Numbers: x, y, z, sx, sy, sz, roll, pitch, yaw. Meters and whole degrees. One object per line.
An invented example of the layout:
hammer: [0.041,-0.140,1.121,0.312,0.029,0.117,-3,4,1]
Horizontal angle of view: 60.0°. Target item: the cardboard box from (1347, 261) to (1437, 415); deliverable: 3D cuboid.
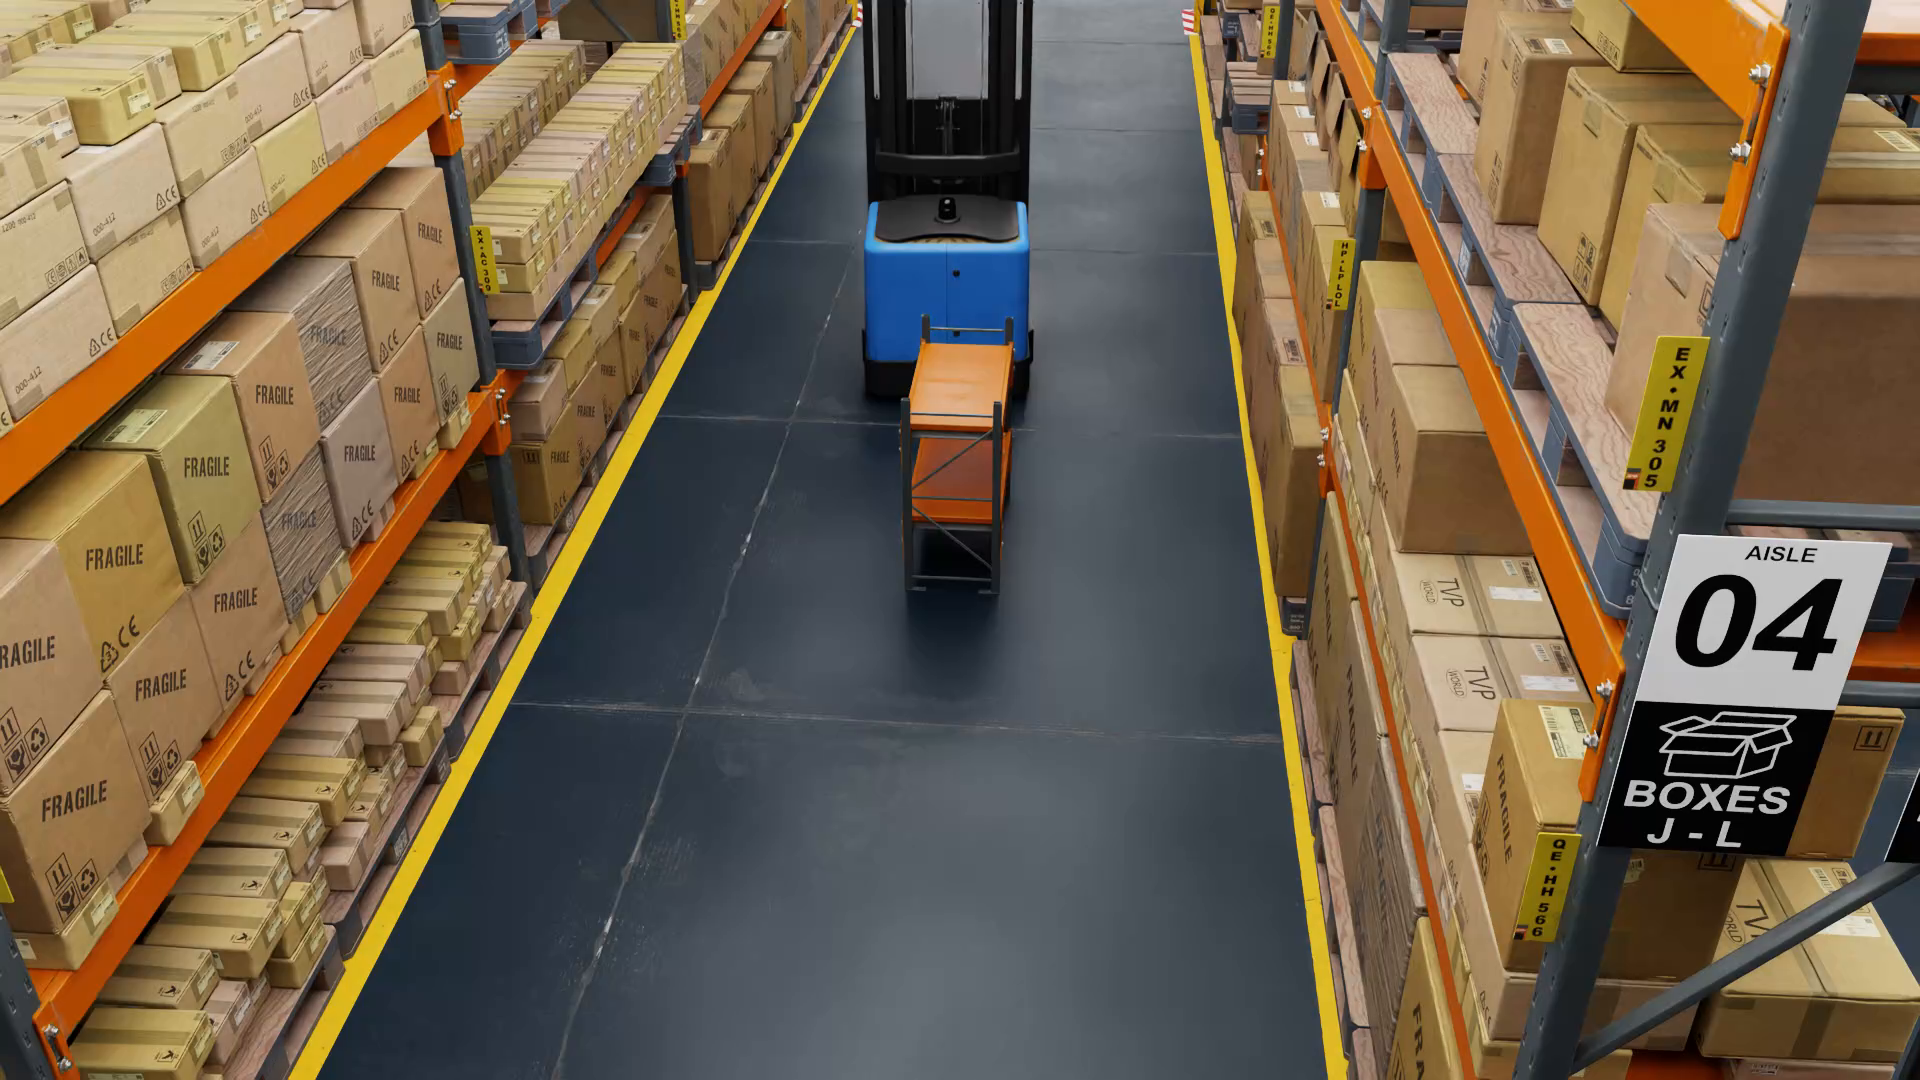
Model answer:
cardboard box: [1.907,-0.818,6.864,0.500,0.500,0.500,2,32,4]

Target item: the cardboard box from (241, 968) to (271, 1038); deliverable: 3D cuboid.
cardboard box: [-2.745,1.655,6.022,0.380,0.149,0.250,3,32,5]

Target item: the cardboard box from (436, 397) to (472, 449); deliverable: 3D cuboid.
cardboard box: [-2.436,-0.535,7.498,0.380,0.149,0.250,2,32,3]

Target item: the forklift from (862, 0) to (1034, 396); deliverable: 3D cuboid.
forklift: [-0.079,-2.901,11.164,1.130,2.935,3.031,0,32,0]

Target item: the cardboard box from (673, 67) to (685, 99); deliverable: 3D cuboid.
cardboard box: [-1.995,-2.953,10.738,0.380,0.149,0.250,3,32,5]

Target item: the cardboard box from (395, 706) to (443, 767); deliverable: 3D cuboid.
cardboard box: [-2.510,0.855,7.320,0.380,0.149,0.250,2,32,4]

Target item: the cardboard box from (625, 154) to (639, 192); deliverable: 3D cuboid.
cardboard box: [-2.100,-2.156,9.728,0.380,0.149,0.250,3,32,5]

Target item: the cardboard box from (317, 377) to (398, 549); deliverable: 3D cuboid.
cardboard box: [-2.577,-0.313,6.520,0.500,0.500,0.500,2,32,4]

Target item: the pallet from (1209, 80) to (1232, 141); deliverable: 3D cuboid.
pallet: [2.872,-4.025,15.579,1.003,0.211,1.213,2,32,4]

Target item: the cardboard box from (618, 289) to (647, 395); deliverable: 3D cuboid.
cardboard box: [-2.274,-1.243,10.390,0.500,0.500,0.500,1,32,2]

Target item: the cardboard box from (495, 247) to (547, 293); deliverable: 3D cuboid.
cardboard box: [-2.243,-1.325,8.097,0.380,0.149,0.250,3,32,5]

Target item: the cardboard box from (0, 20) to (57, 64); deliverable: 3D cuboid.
cardboard box: [-3.162,-1.572,5.369,0.380,0.149,0.250,2,32,3]

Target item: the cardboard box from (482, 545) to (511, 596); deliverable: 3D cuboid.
cardboard box: [-2.443,0.146,8.188,0.380,0.149,0.250,3,32,5]

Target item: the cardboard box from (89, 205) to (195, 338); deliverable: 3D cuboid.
cardboard box: [-2.692,-0.831,5.023,0.500,0.250,0.500,1,32,2]

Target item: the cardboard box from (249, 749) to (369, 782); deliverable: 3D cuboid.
cardboard box: [-2.682,0.967,6.855,0.380,0.149,0.250,4,32,6]

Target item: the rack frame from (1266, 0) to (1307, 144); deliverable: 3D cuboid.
rack frame: [2.527,-2.767,10.882,1.000,3.000,0.127,2,32,4]

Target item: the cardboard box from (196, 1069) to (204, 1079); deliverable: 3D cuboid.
cardboard box: [-2.761,1.796,5.510,0.380,0.149,0.250,4,32,6]

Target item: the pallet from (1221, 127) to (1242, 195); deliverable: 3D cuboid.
pallet: [2.791,-3.265,14.346,1.003,0.211,1.213,2,32,4]

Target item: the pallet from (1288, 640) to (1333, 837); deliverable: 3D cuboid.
pallet: [2.061,0.906,7.579,1.003,0.211,1.213,2,32,4]

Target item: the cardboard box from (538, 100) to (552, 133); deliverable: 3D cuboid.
cardboard box: [-2.706,-2.573,10.122,0.380,0.149,0.250,3,32,4]

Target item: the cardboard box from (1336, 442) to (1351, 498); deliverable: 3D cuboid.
cardboard box: [1.824,-0.291,7.103,0.380,0.149,0.250,1,32,2]

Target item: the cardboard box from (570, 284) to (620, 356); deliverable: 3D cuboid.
cardboard box: [-2.324,-1.295,9.759,0.500,0.250,0.500,4,32,6]

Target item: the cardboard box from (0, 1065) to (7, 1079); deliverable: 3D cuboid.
cardboard box: [-3.269,1.645,5.472,0.380,0.149,0.250,3,32,5]

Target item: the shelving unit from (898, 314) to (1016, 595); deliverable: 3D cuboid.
shelving unit: [-0.001,-0.475,8.949,0.538,1.125,1.048,2,32,4]

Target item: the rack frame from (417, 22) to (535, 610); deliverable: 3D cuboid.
rack frame: [-2.734,-0.941,7.917,1.000,3.000,0.127,2,32,4]

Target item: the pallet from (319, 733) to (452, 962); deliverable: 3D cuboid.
pallet: [-2.850,1.239,7.038,1.003,0.211,1.213,2,32,4]

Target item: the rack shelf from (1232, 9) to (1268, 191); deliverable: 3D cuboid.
rack shelf: [2.690,-3.507,12.767,1.077,0.370,4.000,2,32,4]

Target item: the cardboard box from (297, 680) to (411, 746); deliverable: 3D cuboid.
cardboard box: [-2.536,0.723,6.967,0.380,0.149,0.250,1,32,2]

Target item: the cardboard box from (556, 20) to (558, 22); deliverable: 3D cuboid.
cardboard box: [-2.597,-3.582,12.109,0.500,0.500,0.500,2,32,4]

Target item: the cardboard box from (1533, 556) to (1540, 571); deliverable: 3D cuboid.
cardboard box: [2.346,0.041,6.184,0.500,0.250,0.500,3,32,5]

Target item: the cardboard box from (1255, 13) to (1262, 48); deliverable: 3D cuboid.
cardboard box: [2.394,-3.773,12.240,0.396,0.266,0.258,2,32,3]

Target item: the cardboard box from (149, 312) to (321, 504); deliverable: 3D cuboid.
cardboard box: [-2.621,-0.469,5.820,0.500,0.500,0.500,1,32,2]

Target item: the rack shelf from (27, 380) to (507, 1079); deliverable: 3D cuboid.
rack shelf: [-2.897,0.411,6.409,1.077,0.370,4.000,2,32,4]

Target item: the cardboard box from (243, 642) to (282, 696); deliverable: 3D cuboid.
cardboard box: [-2.673,0.419,5.950,0.380,0.149,0.250,2,32,3]

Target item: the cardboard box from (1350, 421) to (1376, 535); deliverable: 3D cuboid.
cardboard box: [1.857,-0.244,6.647,0.500,0.250,0.500,2,32,4]

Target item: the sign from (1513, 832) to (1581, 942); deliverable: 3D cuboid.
sign: [1.336,0.792,3.777,0.100,0.325,0.005,2,32,4]

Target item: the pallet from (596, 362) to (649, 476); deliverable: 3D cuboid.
pallet: [-2.575,-0.800,10.347,1.003,0.211,1.213,2,32,4]

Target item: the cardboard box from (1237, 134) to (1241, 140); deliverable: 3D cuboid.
cardboard box: [2.781,-3.662,14.296,0.700,0.500,0.500,0,32,0]

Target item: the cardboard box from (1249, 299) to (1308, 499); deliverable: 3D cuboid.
cardboard box: [2.305,-0.753,9.238,1.225,0.875,0.875,1,32,2]

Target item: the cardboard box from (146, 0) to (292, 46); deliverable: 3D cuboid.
cardboard box: [-2.564,-1.816,5.764,0.380,0.149,0.250,1,32,2]

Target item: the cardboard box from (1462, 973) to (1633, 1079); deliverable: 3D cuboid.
cardboard box: [1.576,1.322,4.485,0.380,0.149,0.250,3,32,5]

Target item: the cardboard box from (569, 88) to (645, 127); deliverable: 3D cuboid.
cardboard box: [-2.079,-2.548,9.797,0.380,0.149,0.250,2,32,4]

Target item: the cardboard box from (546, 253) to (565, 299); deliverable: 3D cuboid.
cardboard box: [-2.227,-1.344,8.411,0.380,0.149,0.250,3,32,5]

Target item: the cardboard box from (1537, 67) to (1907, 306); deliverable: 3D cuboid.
cardboard box: [2.024,-0.961,4.500,0.700,0.500,0.500,0,32,1]

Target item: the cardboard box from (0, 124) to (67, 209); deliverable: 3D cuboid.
cardboard box: [-2.652,-1.003,4.445,0.380,0.149,0.250,3,32,5]

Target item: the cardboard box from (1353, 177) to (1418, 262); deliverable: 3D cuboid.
cardboard box: [2.245,-1.480,7.741,0.797,0.503,0.637,2,32,3]

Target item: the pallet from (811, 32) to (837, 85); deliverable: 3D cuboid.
pallet: [-1.846,-4.971,17.114,1.003,0.211,1.213,2,32,4]

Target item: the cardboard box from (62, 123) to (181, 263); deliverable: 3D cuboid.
cardboard box: [-2.670,-1.030,4.870,0.500,0.250,0.500,3,32,5]

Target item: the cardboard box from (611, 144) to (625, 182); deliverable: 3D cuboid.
cardboard box: [-2.118,-2.143,9.424,0.380,0.149,0.250,2,32,3]

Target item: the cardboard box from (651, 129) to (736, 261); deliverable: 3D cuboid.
cardboard box: [-2.269,-2.568,12.302,1.050,0.750,0.750,2,32,3]

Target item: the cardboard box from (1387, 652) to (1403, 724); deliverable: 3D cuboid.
cardboard box: [1.701,0.523,5.782,0.380,0.149,0.250,3,32,5]

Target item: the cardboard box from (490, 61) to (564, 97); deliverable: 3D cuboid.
cardboard box: [-2.683,-2.855,10.296,0.380,0.149,0.250,2,32,4]

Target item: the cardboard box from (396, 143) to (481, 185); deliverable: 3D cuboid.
cardboard box: [-2.807,-2.025,8.949,0.380,0.149,0.250,1,32,2]

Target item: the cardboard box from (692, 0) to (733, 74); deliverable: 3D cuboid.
cardboard box: [-2.023,-3.828,12.507,0.500,0.500,0.500,2,32,4]

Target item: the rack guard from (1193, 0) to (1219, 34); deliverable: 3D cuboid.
rack guard: [3.172,-5.847,18.261,1.175,0.500,0.348,2,32,4]

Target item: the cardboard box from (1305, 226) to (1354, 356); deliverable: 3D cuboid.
cardboard box: [2.014,-1.233,8.296,0.500,0.500,0.500,3,32,6]

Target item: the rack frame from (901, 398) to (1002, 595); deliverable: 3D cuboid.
rack frame: [-0.042,-0.210,8.518,0.500,1.125,0.032,2,32,4]

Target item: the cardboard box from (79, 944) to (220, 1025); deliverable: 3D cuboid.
cardboard box: [-2.776,1.524,5.668,0.380,0.149,0.250,3,32,5]

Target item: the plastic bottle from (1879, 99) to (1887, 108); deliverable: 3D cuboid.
plastic bottle: [8.260,-3.845,14.877,0.097,0.201,0.097,0,32,0]

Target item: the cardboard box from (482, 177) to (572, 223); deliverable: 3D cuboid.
cardboard box: [-2.203,-1.732,8.473,0.380,0.149,0.250,3,32,4]
